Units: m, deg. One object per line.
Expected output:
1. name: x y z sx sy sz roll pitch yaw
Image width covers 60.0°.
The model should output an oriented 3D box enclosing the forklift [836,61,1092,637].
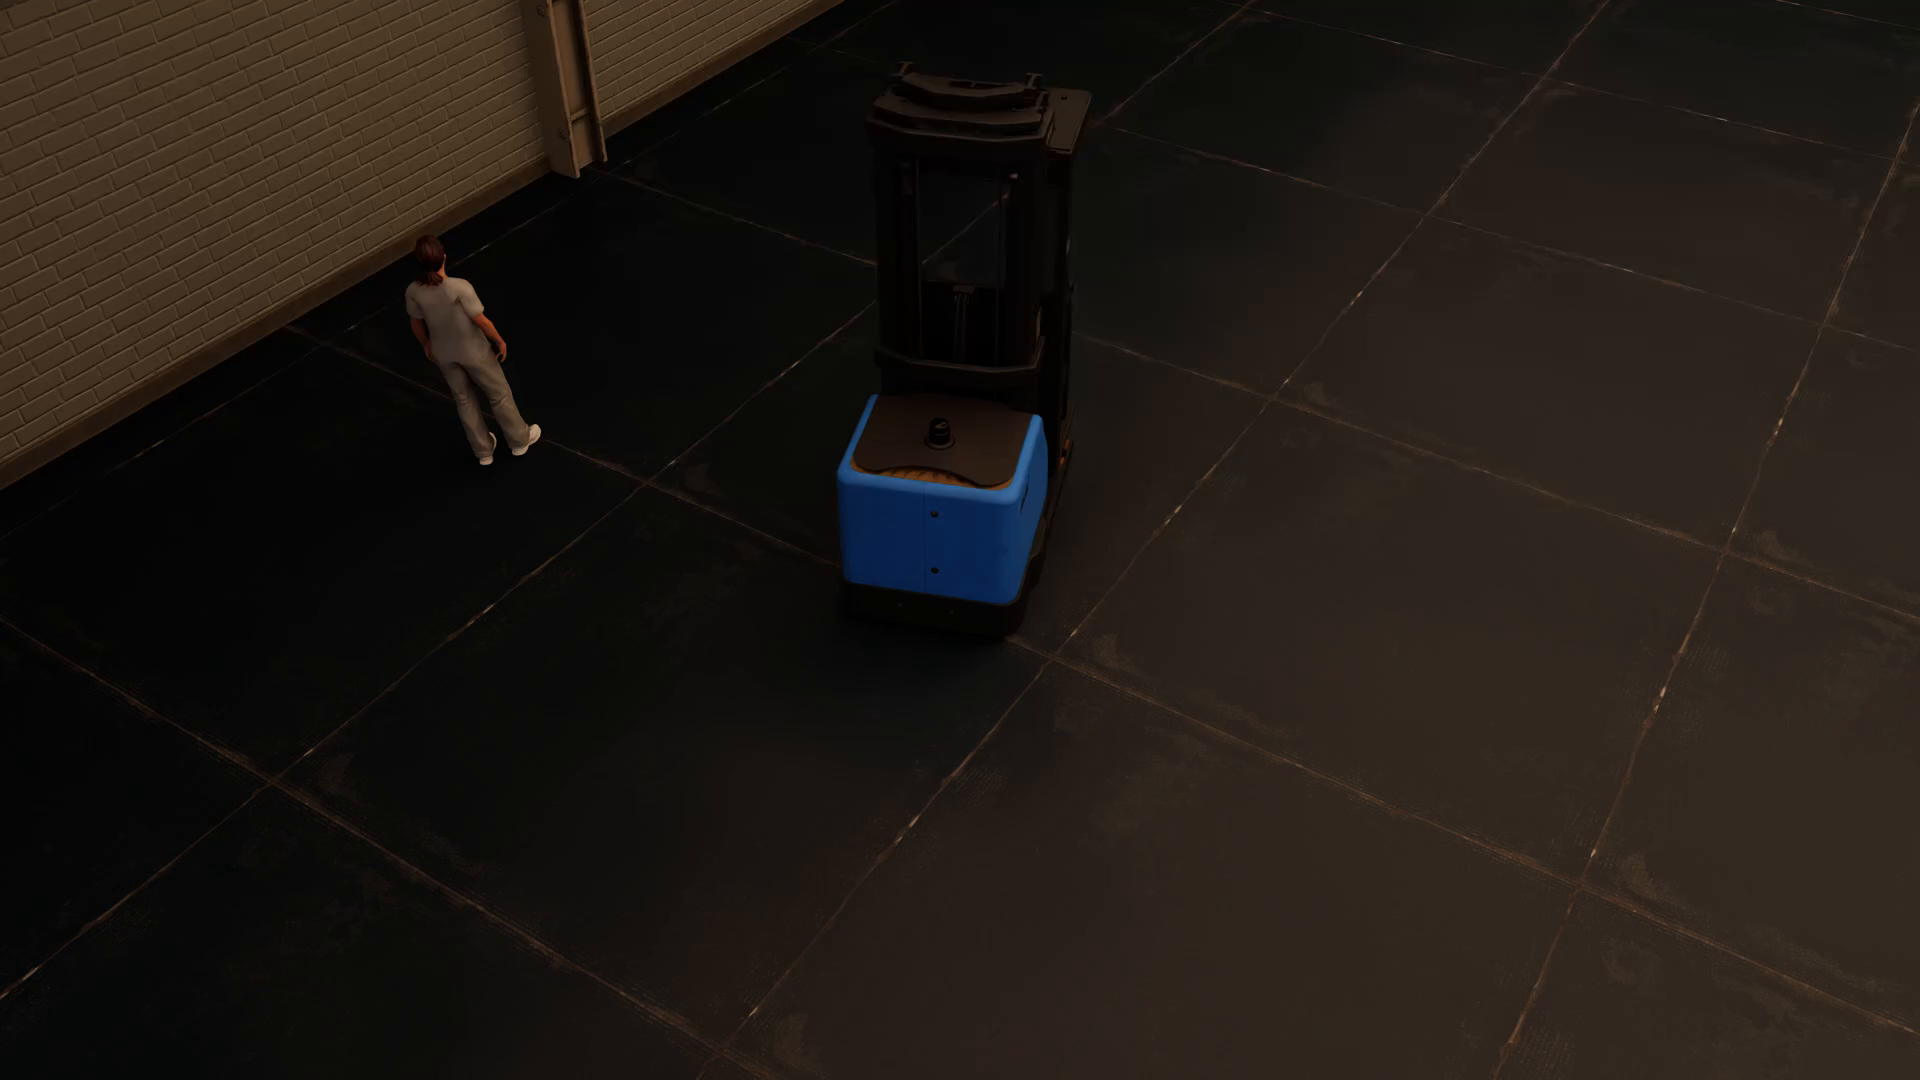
1. forklift: 0.121 -1.527 9.769 1.130 2.935 3.031 8 41 9

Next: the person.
1. person: -3.071 -1.207 10.352 0.548 1.673 0.550 3 40 4
